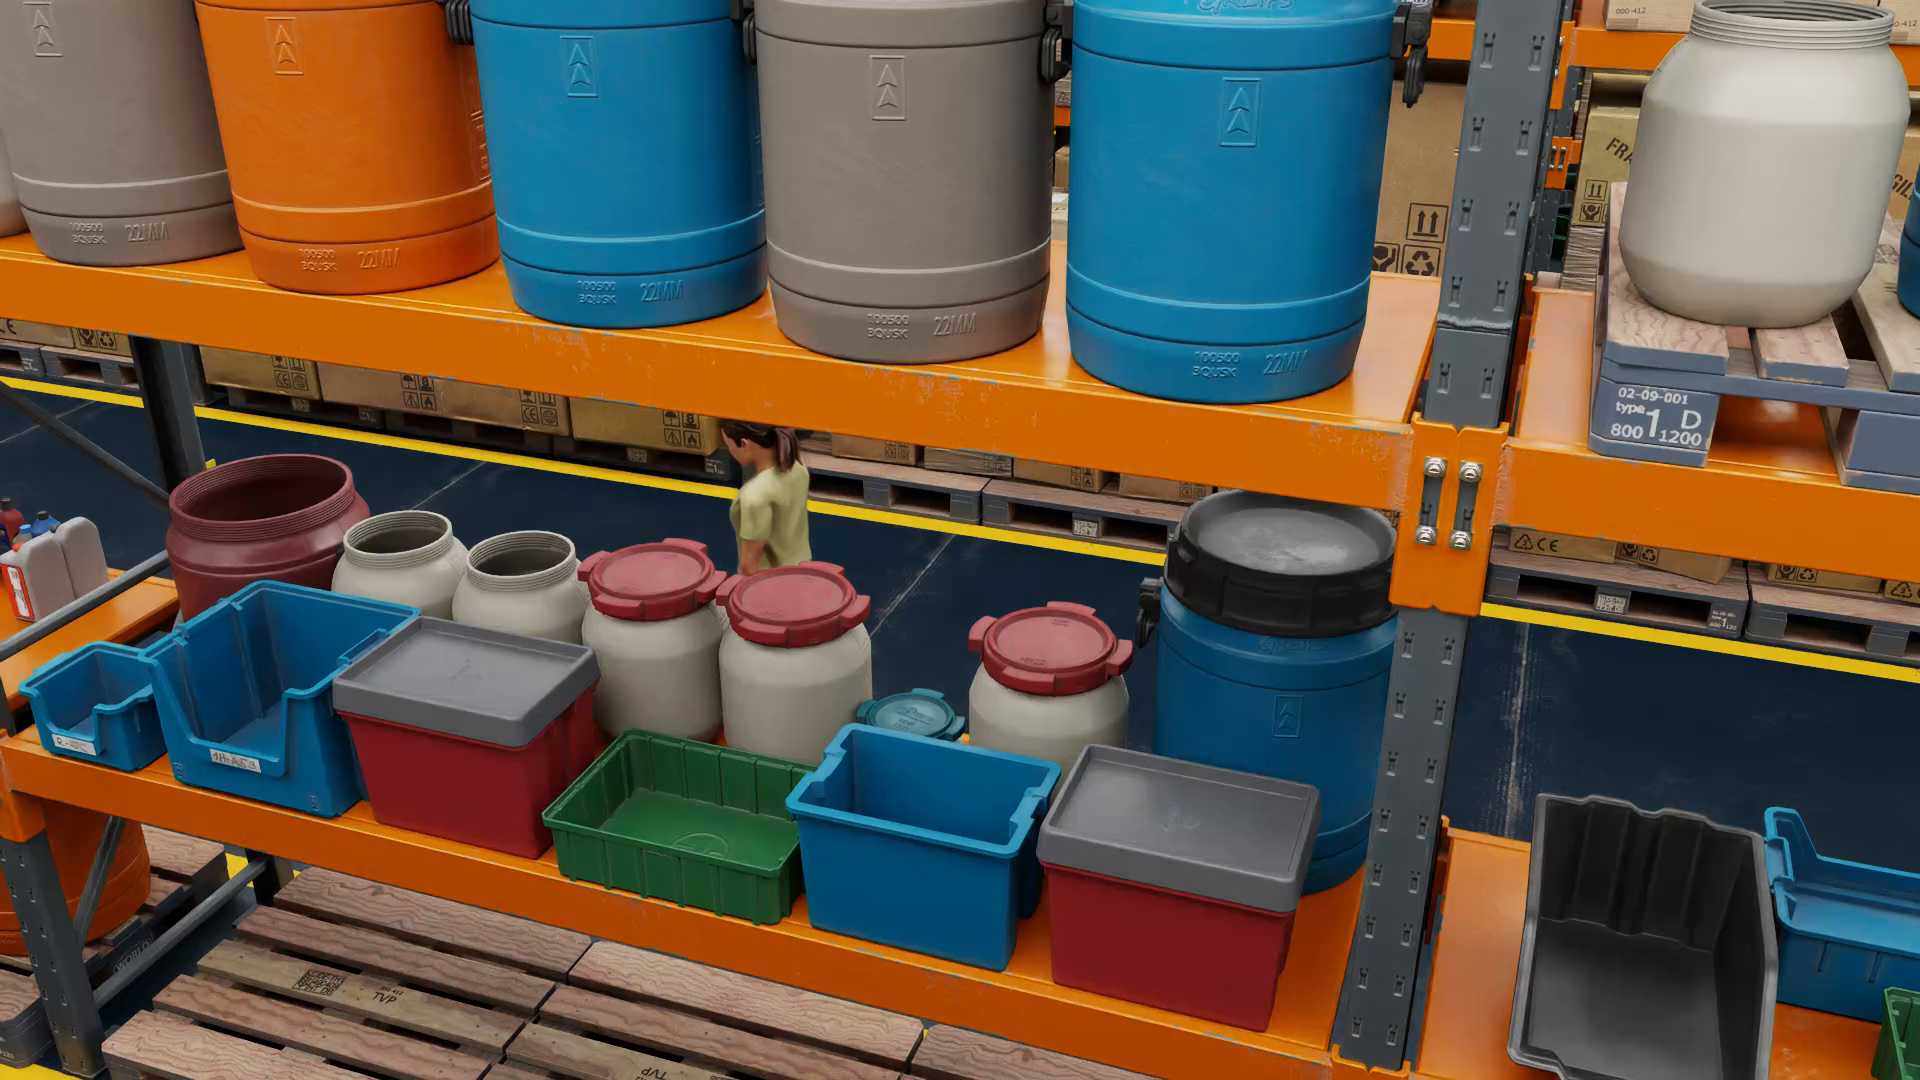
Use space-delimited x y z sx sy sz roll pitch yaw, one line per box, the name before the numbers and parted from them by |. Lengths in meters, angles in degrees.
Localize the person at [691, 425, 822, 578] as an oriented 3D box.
person | -0.798 0.270 6.725 0.511 1.536 0.489 9 27 18
